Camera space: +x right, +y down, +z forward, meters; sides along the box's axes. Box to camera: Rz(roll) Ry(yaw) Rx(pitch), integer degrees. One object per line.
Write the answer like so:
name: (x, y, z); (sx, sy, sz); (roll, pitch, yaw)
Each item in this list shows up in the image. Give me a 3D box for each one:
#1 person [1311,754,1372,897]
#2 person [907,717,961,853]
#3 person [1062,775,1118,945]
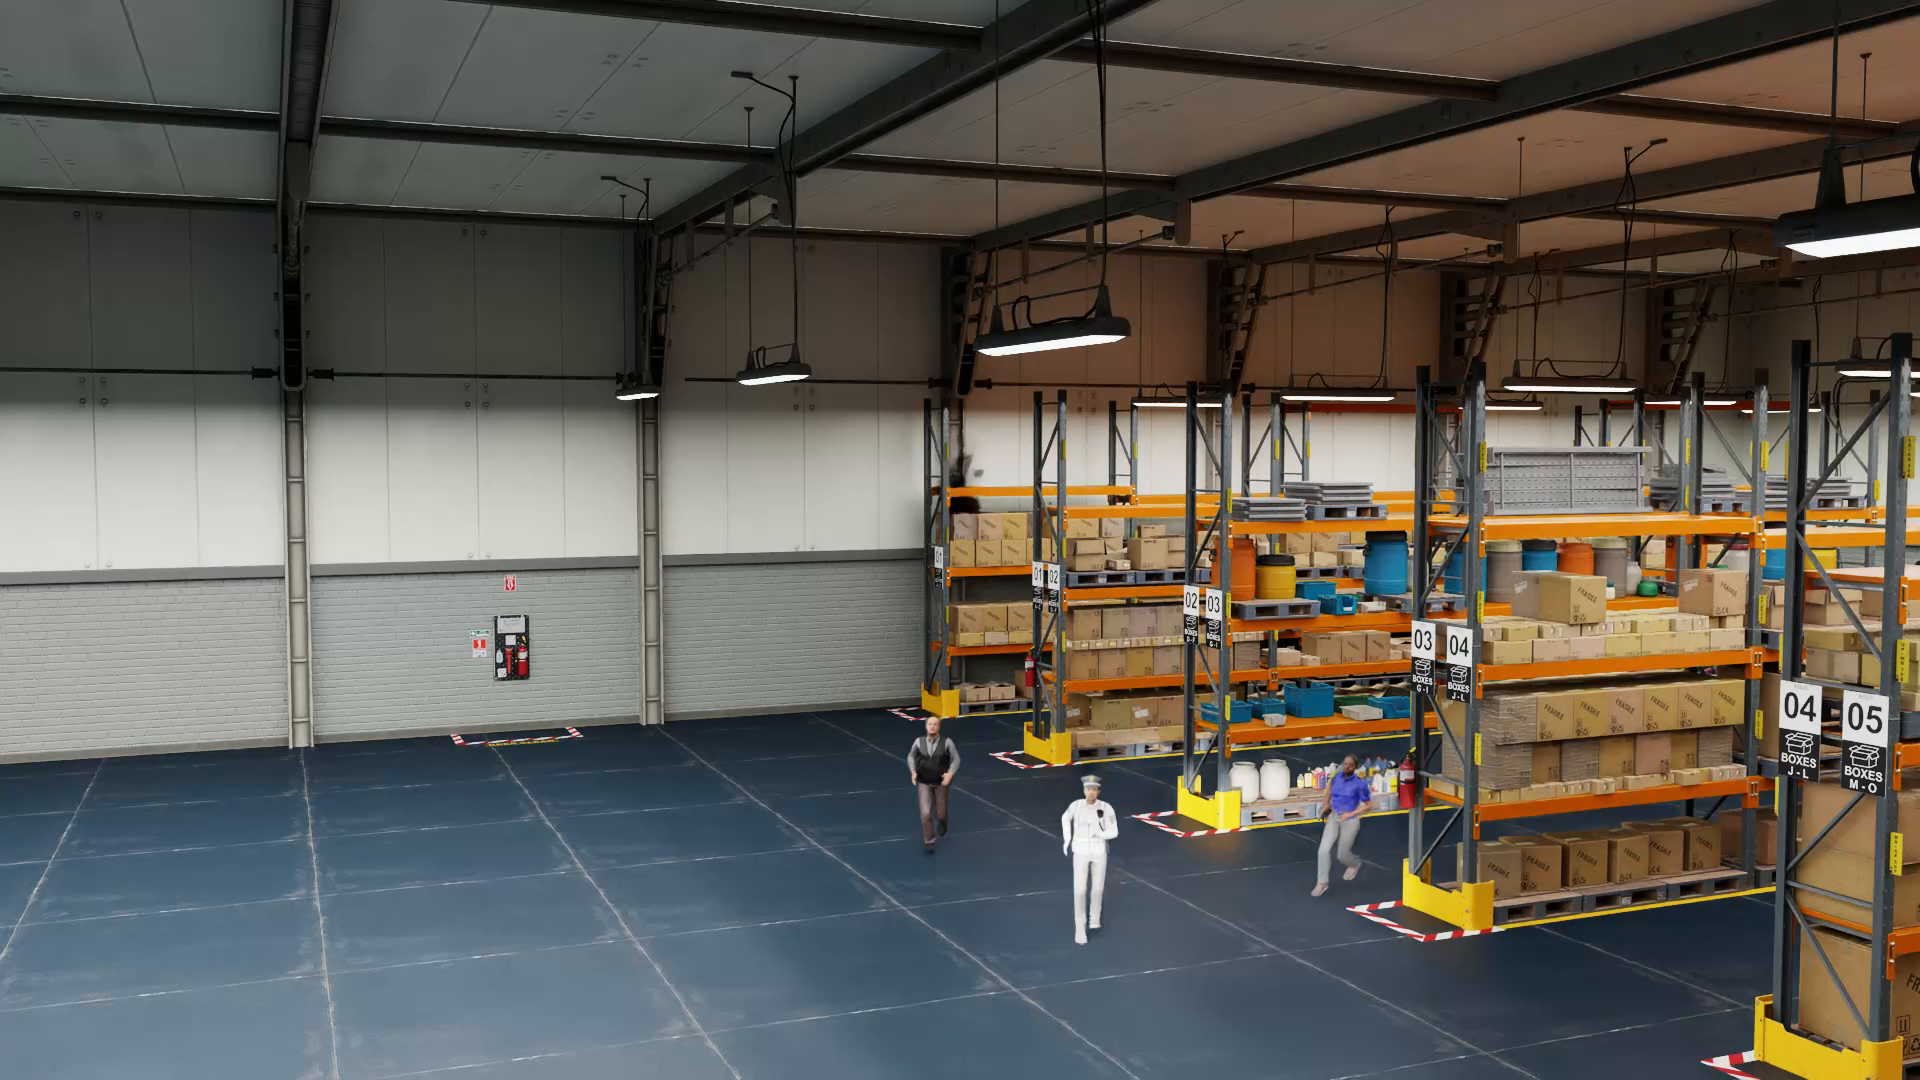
person: (4.422, 3.251, 19.029); (0.618, 1.644, 0.776); (3, 5, 43)
person: (-0.338, 3.078, 21.094); (0.694, 1.684, 0.772); (0, 3, 5)
person: (1.351, 3.303, 17.309); (0.578, 1.750, 0.734); (0, 3, 3)
